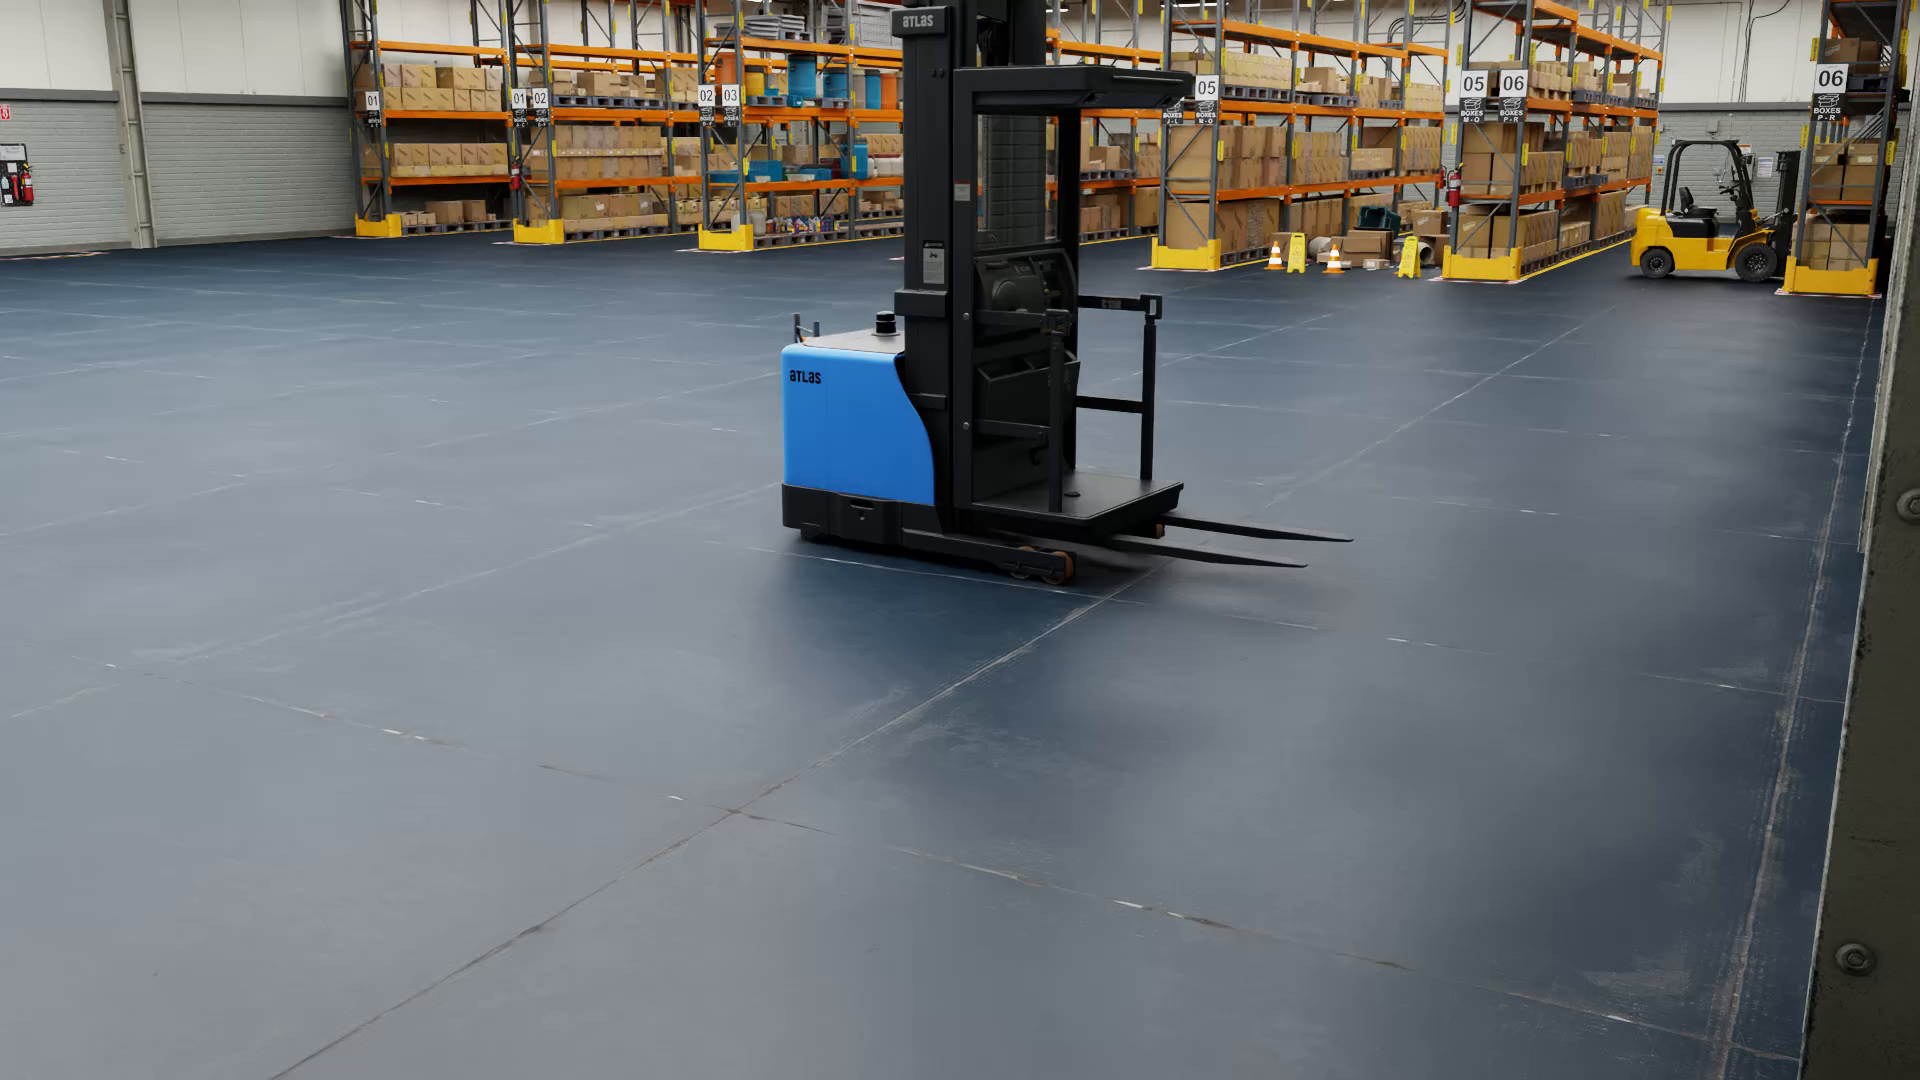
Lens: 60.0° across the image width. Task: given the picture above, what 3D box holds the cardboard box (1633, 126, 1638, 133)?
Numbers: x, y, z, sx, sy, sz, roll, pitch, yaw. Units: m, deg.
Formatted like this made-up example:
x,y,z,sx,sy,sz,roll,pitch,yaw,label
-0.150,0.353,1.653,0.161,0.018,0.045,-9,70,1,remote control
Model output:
x,y,z,sx,sy,sz,roll,pitch,yaw,label
14.842,-9.132,36.975,0.380,0.149,0.250,7,15,28,cardboard box

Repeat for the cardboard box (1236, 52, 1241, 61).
x,y,z,sx,sy,sz,roll,pitch,yaw,label
4.594,-8.281,28.504,0.380,0.149,0.250,7,15,27,cardboard box

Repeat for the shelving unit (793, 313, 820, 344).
x,y,z,sx,sy,sz,roll,pitch,yaw,label
-0.444,-0.828,10.262,1.048,1.125,0.538,-5,14,-19,shelving unit

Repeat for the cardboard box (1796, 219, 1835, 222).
x,y,z,sx,sy,sz,roll,pitch,yaw,label
13.064,-4.760,25.411,0.500,0.250,0.500,8,16,29,cardboard box

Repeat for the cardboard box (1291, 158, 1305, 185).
x,y,z,sx,sy,sz,roll,pitch,yaw,label
6.332,-7.115,32.129,0.500,0.500,0.500,8,15,29,cardboard box

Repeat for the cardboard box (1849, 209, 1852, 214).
x,y,z,sx,sy,sz,roll,pitch,yaw,label
16.961,-6.300,32.014,0.380,0.149,0.250,8,16,30,cardboard box

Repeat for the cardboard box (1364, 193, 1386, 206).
x,y,z,sx,sy,sz,roll,pitch,yaw,label
9.311,-7.699,37.600,0.500,0.250,0.500,8,16,31,cardboard box

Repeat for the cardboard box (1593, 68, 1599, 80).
x,y,z,sx,sy,sz,roll,pitch,yaw,label
12.209,-9.077,32.962,0.797,0.503,0.637,6,15,25,cardboard box

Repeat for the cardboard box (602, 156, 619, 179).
x,y,z,sx,sy,sz,roll,pitch,yaw,label
-8.071,-8.335,37.189,0.700,0.500,0.500,8,16,30,cardboard box

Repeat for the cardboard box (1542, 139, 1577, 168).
x,y,z,sx,sy,sz,roll,pitch,yaw,label
10.702,-6.910,29.747,0.500,0.500,0.500,8,16,29,cardboard box

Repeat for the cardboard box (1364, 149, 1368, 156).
x,y,z,sx,sy,sz,roll,pitch,yaw,label
8.677,-8.469,36.329,0.380,0.149,0.250,8,16,31,cardboard box

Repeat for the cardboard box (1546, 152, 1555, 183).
x,y,z,sx,sy,sz,roll,pitch,yaw,label
9.738,-6.310,28.153,0.500,0.500,0.500,8,16,30,cardboard box

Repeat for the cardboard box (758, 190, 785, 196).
x,y,z,sx,sy,sz,roll,pitch,yaw,label
-4.917,-9.110,43.409,0.500,0.250,0.500,8,16,30,cardboard box

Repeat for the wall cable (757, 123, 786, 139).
x,y,z,sx,sy,sz,roll,pitch,yaw,label
-5.867,-12.581,52.847,0.084,1.984,1.851,7,15,28,wall cable

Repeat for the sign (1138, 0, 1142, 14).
x,y,z,sx,sy,sz,roll,pitch,yaw,label
3.963,-11.742,36.572,0.100,0.325,0.005,7,15,28,sign

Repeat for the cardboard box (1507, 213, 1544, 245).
x,y,z,sx,sy,sz,roll,pitch,yaw,label
9.433,-5.209,27.807,0.500,0.500,0.500,8,16,29,cardboard box

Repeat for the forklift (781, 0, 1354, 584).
x,y,z,sx,sy,sz,roll,pitch,yaw,label
0.522,-1.344,8.551,3.031,2.935,1.130,9,16,32,forklift

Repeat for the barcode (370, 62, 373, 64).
x,y,z,sx,sy,sz,roll,pitch,yaw,label
-13.487,-10.922,38.104,0.001,0.075,0.075,7,15,28,barcode

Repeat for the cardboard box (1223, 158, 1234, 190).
x,y,z,sx,sy,sz,roll,pitch,yaw,label
4.295,-6.438,29.213,0.875,0.550,0.550,7,15,28,cardboard box

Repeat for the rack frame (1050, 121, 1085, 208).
x,y,z,sx,sy,sz,roll,pitch,yaw,label
3.015,-10.595,46.776,1.000,3.000,0.127,7,15,28,rack frame

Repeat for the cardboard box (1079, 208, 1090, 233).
x,y,z,sx,sy,sz,roll,pitch,yaw,label
2.382,-6.905,35.864,0.700,0.500,0.500,6,15,23,cardboard box

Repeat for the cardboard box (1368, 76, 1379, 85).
x,y,z,sx,sy,sz,roll,pitch,yaw,label
8.848,-10.041,36.962,0.797,0.503,0.637,7,15,27,cardboard box

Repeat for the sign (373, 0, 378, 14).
x,y,z,sx,sy,sz,roll,pitch,yaw,label
-12.917,-11.782,36.739,0.100,0.325,0.005,7,15,28,sign

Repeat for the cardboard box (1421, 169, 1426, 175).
x,y,z,sx,sy,sz,roll,pitch,yaw,label
11.216,-9.025,40.798,0.380,0.149,0.250,7,15,26,cardboard box

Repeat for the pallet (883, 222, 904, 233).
x,y,z,sx,sy,sz,roll,pitch,yaw,label
-1.261,-7.444,39.654,1.003,0.211,1.213,7,15,28,pallet

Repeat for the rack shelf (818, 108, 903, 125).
x,y,z,sx,sy,sz,roll,pitch,yaw,label
-1.819,-9.652,37.999,1.077,0.370,4.000,7,15,28,rack shelf

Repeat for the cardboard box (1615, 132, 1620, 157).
x,y,z,sx,sy,sz,roll,pitch,yaw,label
13.353,-8.188,34.447,0.500,0.500,0.500,8,16,29,cardboard box

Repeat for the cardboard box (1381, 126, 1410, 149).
x,y,z,sx,sy,sz,roll,pitch,yaw,label
10.141,-9.375,38.733,0.500,0.500,0.500,8,16,29,cardboard box

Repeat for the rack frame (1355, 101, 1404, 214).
x,y,z,sx,sy,sz,roll,pitch,yaw,label
9.710,-8.631,38.627,1.000,3.000,0.127,7,15,28,rack frame

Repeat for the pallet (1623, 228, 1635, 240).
x,y,z,sx,sy,sz,roll,pitch,yaw,label
14.528,-6.882,37.324,1.003,0.211,1.213,7,15,28,pallet

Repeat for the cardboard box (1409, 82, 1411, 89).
x,y,z,sx,sy,sz,roll,pitch,yaw,label
10.224,-10.537,38.538,0.380,0.149,0.250,7,15,26,cardboard box

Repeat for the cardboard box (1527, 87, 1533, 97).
x,y,z,sx,sy,sz,roll,pitch,yaw,label
8.736,-6.996,25.983,0.380,0.149,0.250,7,15,28,cardboard box

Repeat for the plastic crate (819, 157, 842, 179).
x,y,z,sx,sy,sz,roll,pitch,yaw,label
-2.820,-8.298,37.112,0.402,0.464,0.583,7,15,28,plastic crate

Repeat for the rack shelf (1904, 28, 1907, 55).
x,y,z,sx,sy,sz,roll,pitch,yaw,label
19.406,-10.504,35.141,1.077,0.370,4.000,7,15,28,rack shelf

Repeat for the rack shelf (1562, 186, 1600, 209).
x,y,z,sx,sy,sz,roll,pitch,yaw,label
11.192,-6.510,31.365,1.077,0.370,4.000,7,15,28,rack shelf

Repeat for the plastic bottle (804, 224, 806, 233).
x,y,z,sx,sy,sz,roll,pitch,yaw,label
-3.309,-6.614,35.294,0.097,0.201,0.097,0,14,0,plastic bottle

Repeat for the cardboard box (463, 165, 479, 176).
x,y,z,sx,sy,sz,roll,pitch,yaw,label
-11.900,-8.855,39.834,0.500,0.250,0.500,7,15,28,cardboard box

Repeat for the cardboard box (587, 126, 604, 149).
x,y,z,sx,sy,sz,roll,pitch,yaw,label
-8.299,-8.871,36.643,0.700,0.500,0.500,7,15,28,cardboard box

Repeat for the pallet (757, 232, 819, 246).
x,y,z,sx,sy,sz,roll,pitch,yaw,label
-3.736,-6.393,35.297,1.003,0.211,1.213,7,15,28,pallet

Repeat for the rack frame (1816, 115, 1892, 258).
x,y,z,sx,sy,sz,roll,pitch,yaw,label
14.572,-5.888,27.250,1.000,3.000,0.127,7,15,28,rack frame

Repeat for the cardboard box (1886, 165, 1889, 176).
x,y,z,sx,sy,sz,roll,pitch,yaw,label
15.551,-6.339,28.374,0.500,0.250,0.500,7,15,27,cardboard box

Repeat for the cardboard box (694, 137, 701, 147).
x,y,z,sx,sy,sz,roll,pitch,yaw,label
-7.593,-11.340,47.374,0.500,0.250,0.500,8,16,29,cardboard box

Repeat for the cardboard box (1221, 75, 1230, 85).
x,y,z,sx,sy,sz,roll,pitch,yaw,label
4.355,-7.792,28.173,0.380,0.149,0.250,8,15,28,cardboard box

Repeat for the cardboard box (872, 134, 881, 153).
x,y,z,sx,sy,sz,roll,pitch,yaw,label
-2.530,-11.042,46.282,0.500,0.500,0.500,7,15,26,cardboard box

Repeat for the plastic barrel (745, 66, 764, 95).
x,y,z,sx,sy,sz,roll,pitch,yaw,label
-4.280,-9.315,33.767,0.600,0.588,0.600,0,14,0,plastic barrel

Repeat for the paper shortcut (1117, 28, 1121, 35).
x,y,z,sx,sy,sz,roll,pitch,yaw,label
3.662,-11.707,38.292,0.009,0.170,0.078,19,-11,25,paper shortcut

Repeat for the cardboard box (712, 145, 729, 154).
x,y,z,sx,sy,sz,roll,pitch,yaw,label
-7.315,-11.152,48.447,0.980,0.700,0.700,8,16,29,cardboard box

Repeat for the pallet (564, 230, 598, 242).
x,y,z,sx,sy,sz,roll,pitch,yaw,label
-8.721,-6.681,36.488,1.003,0.211,1.213,7,15,28,pallet

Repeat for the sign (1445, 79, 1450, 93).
x,y,z,sx,sy,sz,roll,pitch,yaw,label
12.120,-11.273,41.298,0.100,0.325,0.005,7,15,28,sign

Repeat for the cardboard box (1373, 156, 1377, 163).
x,y,z,sx,sy,sz,roll,pitch,yaw,label
9.056,-8.482,37.018,0.380,0.149,0.250,7,15,28,cardboard box

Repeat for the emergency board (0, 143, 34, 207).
x,y,z,sx,sy,sz,roll,pitch,yaw,label
-17.940,-6.943,31.627,0.194,1.169,0.643,7,15,28,emergency board

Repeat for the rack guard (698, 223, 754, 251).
x,y,z,sx,sy,sz,roll,pitch,yaw,label
-4.724,-6.118,33.540,1.175,0.500,0.348,7,15,28,rack guard
